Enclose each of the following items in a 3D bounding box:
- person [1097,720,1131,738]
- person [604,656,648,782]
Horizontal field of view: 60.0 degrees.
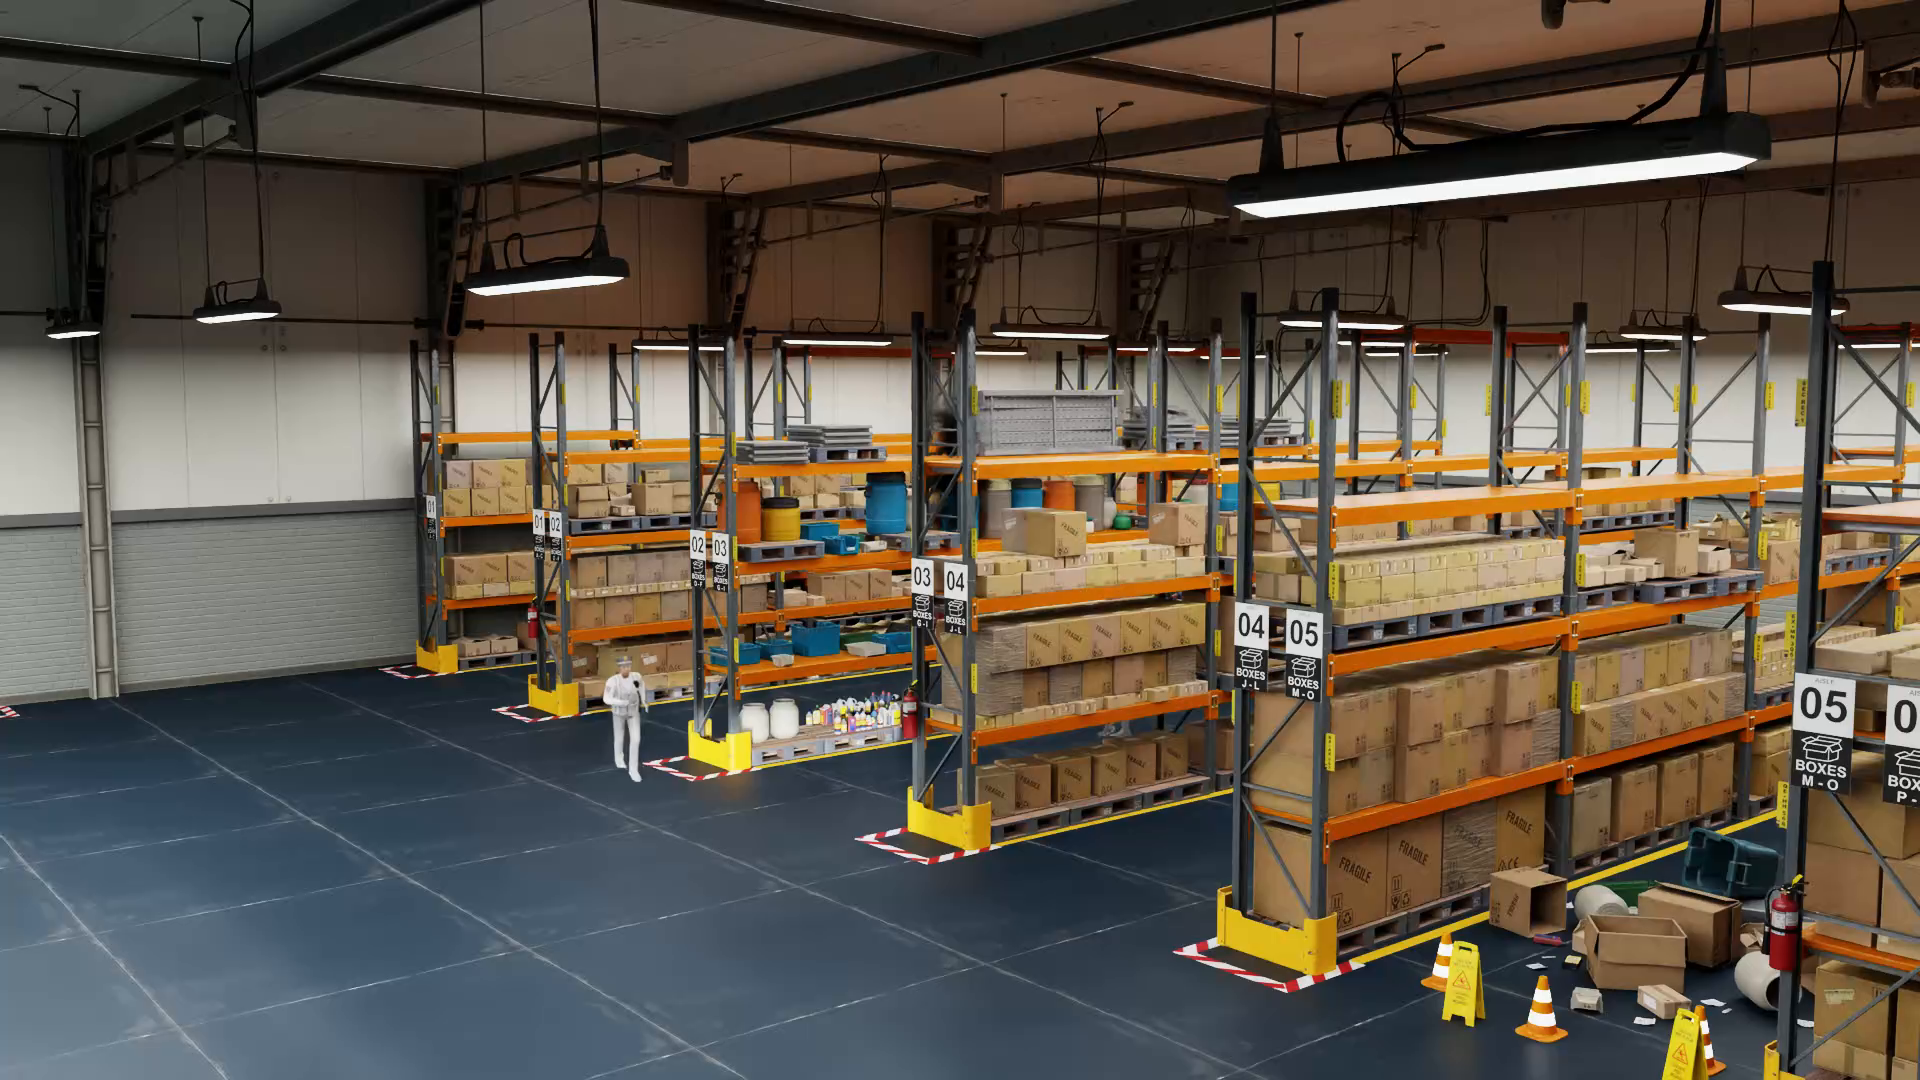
[{"bbox_3d":[2.083,1.951,22.969,0.691,1.628,0.600,-2,6,-23],"label":"person"},{"bbox_3d":[-4.422,2.311,21.987,0.598,1.662,0.941,-2,6,-18],"label":"person"}]
